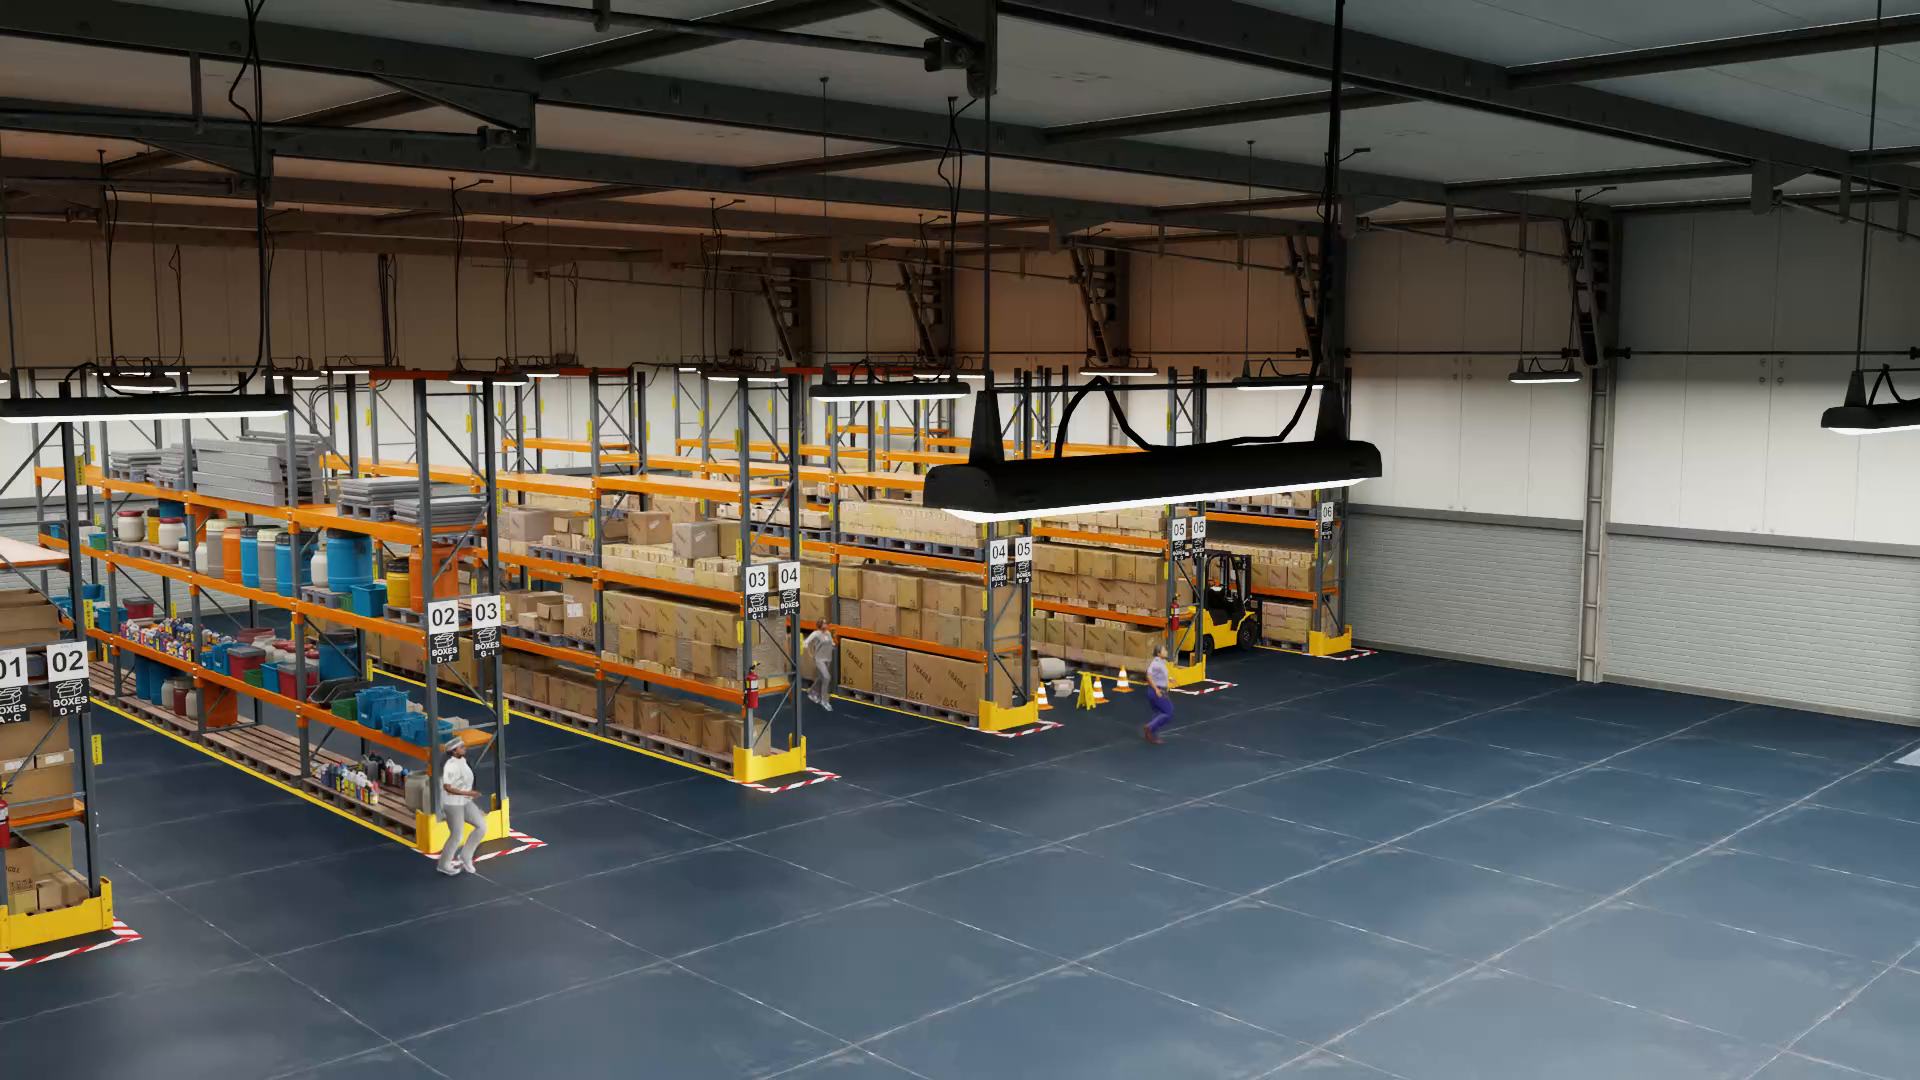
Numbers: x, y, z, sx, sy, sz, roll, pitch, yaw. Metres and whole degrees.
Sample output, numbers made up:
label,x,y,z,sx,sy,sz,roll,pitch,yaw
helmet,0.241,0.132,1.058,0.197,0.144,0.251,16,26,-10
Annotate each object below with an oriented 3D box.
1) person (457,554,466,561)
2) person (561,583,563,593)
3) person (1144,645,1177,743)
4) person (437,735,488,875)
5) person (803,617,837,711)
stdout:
label,x,y,z,sx,sy,sz,roll,pitch,yaw
person,-11.590,1.136,38.383,0.737,1.817,0.758,-3,7,-25
person,-9.567,0.884,40.807,0.559,1.715,0.711,4,8,34
person,3.255,2.495,26.967,0.554,1.614,0.591,0,6,4
person,-6.059,3.218,20.224,0.572,1.704,0.591,1,7,9
person,-2.469,2.191,29.637,0.728,1.646,0.507,5,8,37
